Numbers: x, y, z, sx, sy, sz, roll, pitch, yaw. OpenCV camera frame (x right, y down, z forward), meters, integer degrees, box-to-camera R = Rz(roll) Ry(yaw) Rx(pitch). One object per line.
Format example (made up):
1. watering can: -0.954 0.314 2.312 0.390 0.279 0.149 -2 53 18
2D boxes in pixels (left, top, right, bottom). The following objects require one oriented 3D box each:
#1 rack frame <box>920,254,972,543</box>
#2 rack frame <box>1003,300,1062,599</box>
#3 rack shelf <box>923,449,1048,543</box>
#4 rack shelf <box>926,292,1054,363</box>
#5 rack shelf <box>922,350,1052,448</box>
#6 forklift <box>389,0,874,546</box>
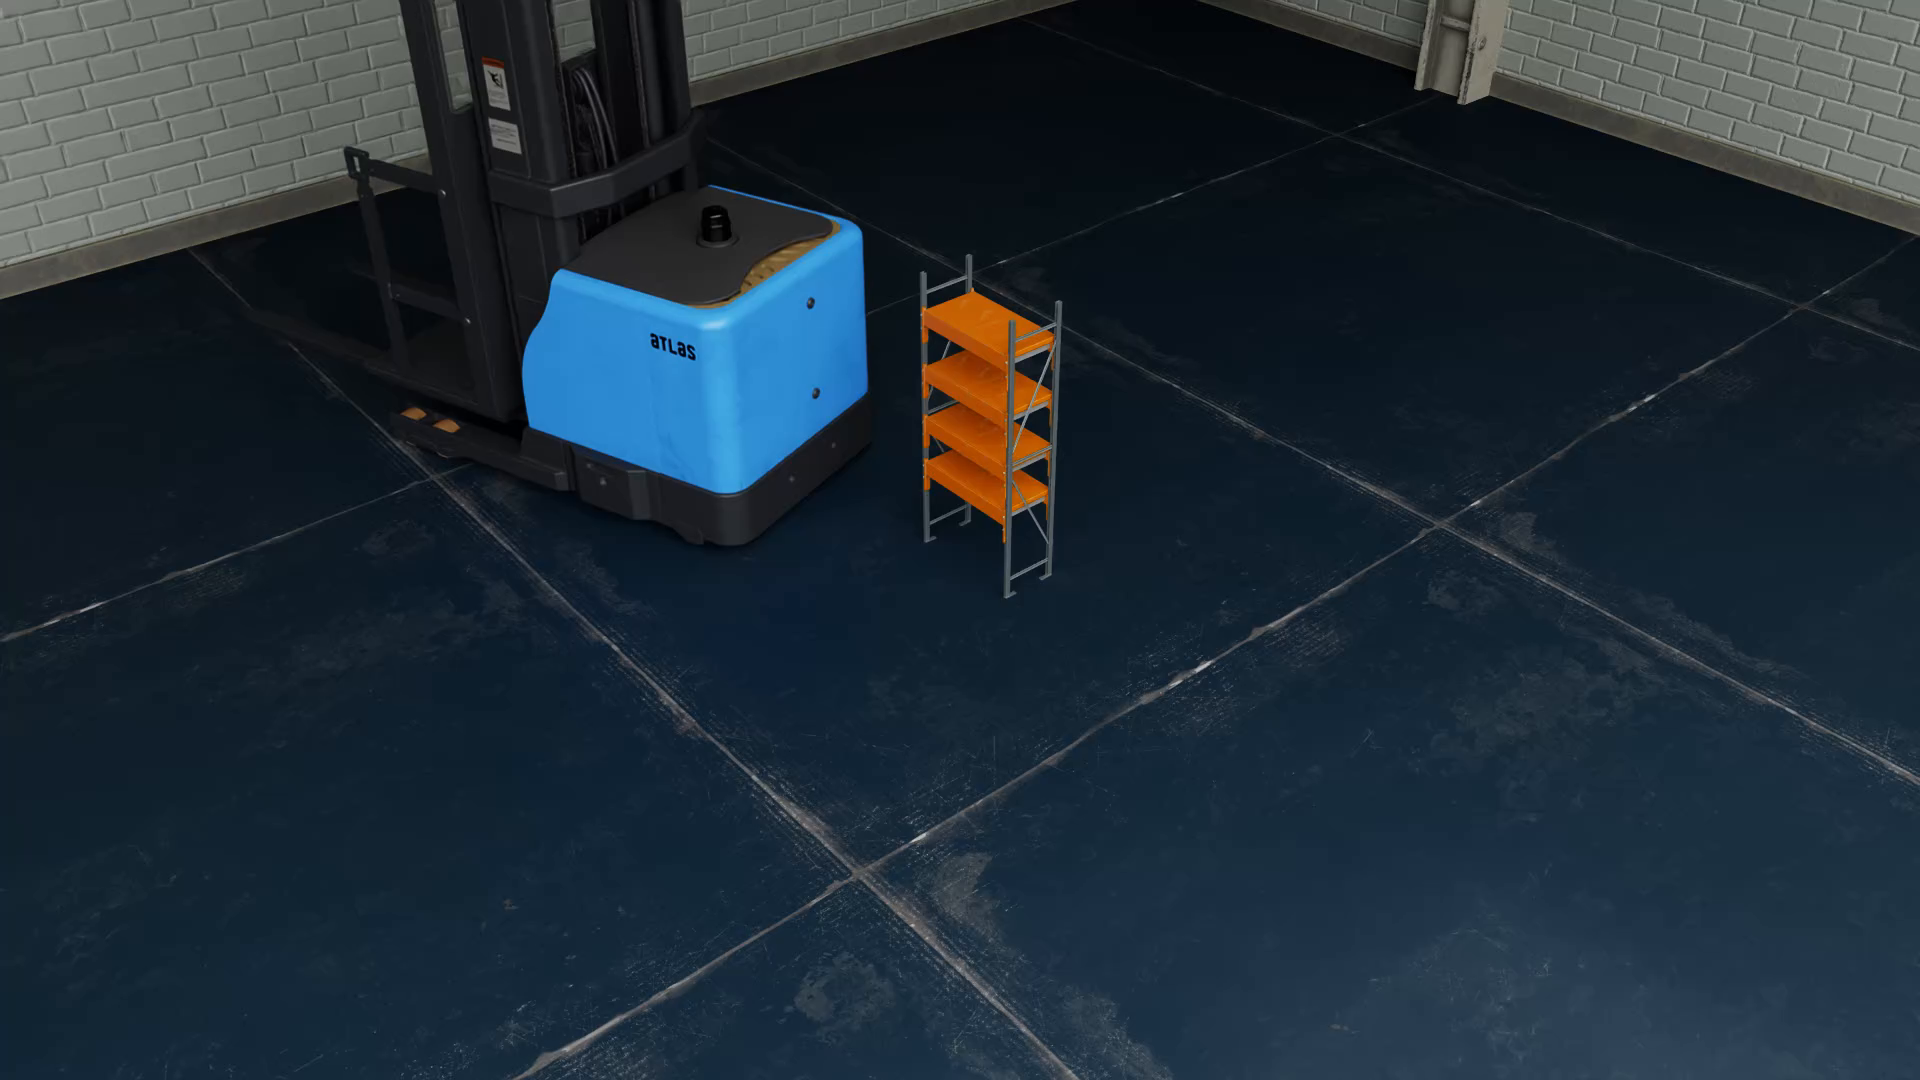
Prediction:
1. rack frame: -0.051 -0.524 6.452 0.240 1.200 0.015 -26 43 -32
2. rack frame: 0.264 -0.309 6.148 0.240 1.200 0.015 -26 43 -32
3. rack shelf: 0.107 -0.200 6.454 0.258 0.148 0.480 -26 43 -32
4. rack shelf: 0.107 -0.769 6.050 0.221 0.050 0.457 -26 43 -32
5. rack shelf: 0.107 -0.544 6.210 0.258 0.148 0.480 -26 43 -32
6. forklift: -1.438 -1.609 6.541 1.939 2.867 1.129 19 39 25
